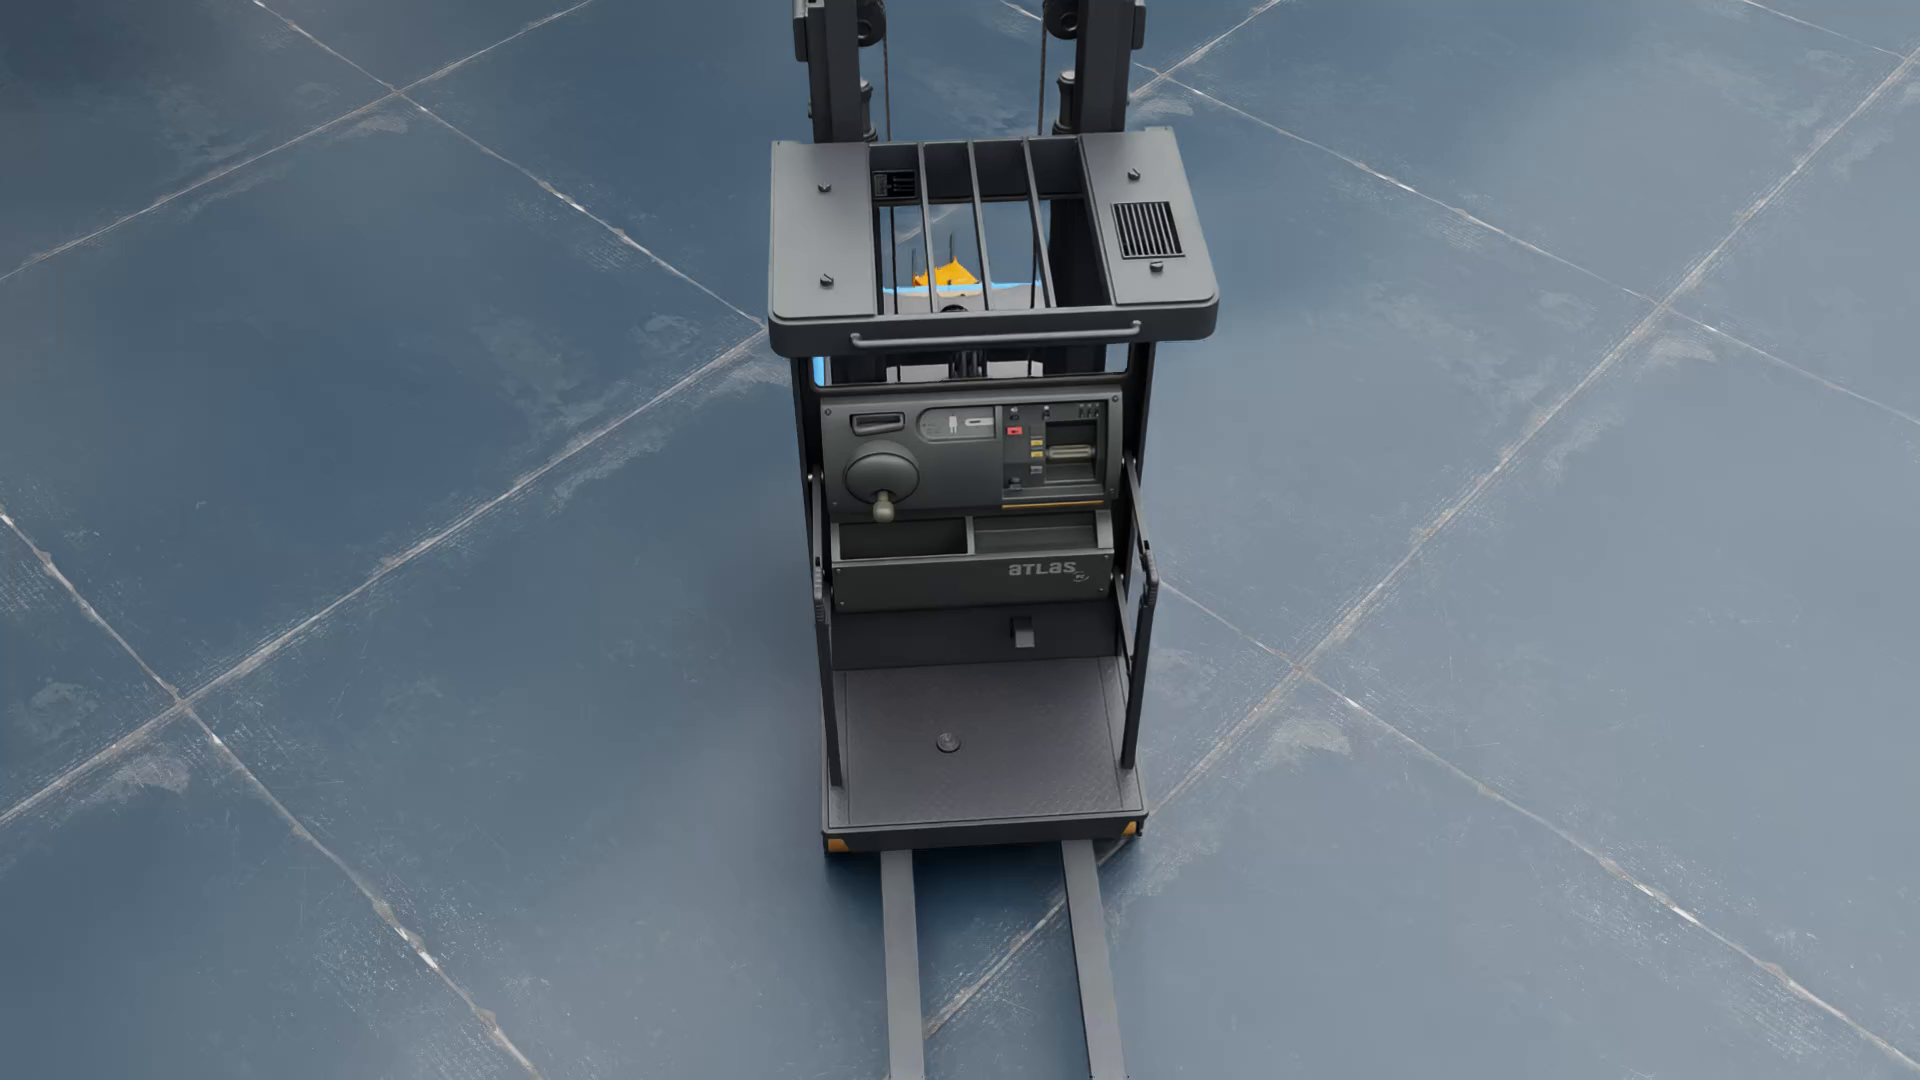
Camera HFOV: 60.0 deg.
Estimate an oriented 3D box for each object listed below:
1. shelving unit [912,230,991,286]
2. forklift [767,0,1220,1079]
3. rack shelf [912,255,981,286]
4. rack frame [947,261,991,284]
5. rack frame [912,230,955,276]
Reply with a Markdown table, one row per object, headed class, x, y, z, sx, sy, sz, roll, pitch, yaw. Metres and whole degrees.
| class | x | y | z | sx | sy | sz | roll | pitch | yaw |
| --- | --- | --- | --- | --- | --- | --- | --- | --- | --- |
| shelving unit | -0.035 | -0.751 | 6.843 | 0.215 | 1.050 | 0.252 | -26 | 52 | -23 |
| forklift | 0.056 | -0.168 | 5.006 | 1.130 | 2.935 | 3.031 | -3 | 47 | -3 |
| rack shelf | -0.035 | -0.938 | 6.644 | 0.215 | 0.259 | 0.240 | -26 | 52 | -23 |
| rack frame | 0.034 | -0.677 | 6.774 | 0.200 | 1.050 | 0.008 | -26 | 52 | -23 |
| rack frame | -0.103 | -0.824 | 6.912 | 0.200 | 1.050 | 0.008 | -26 | 52 | -23 |
